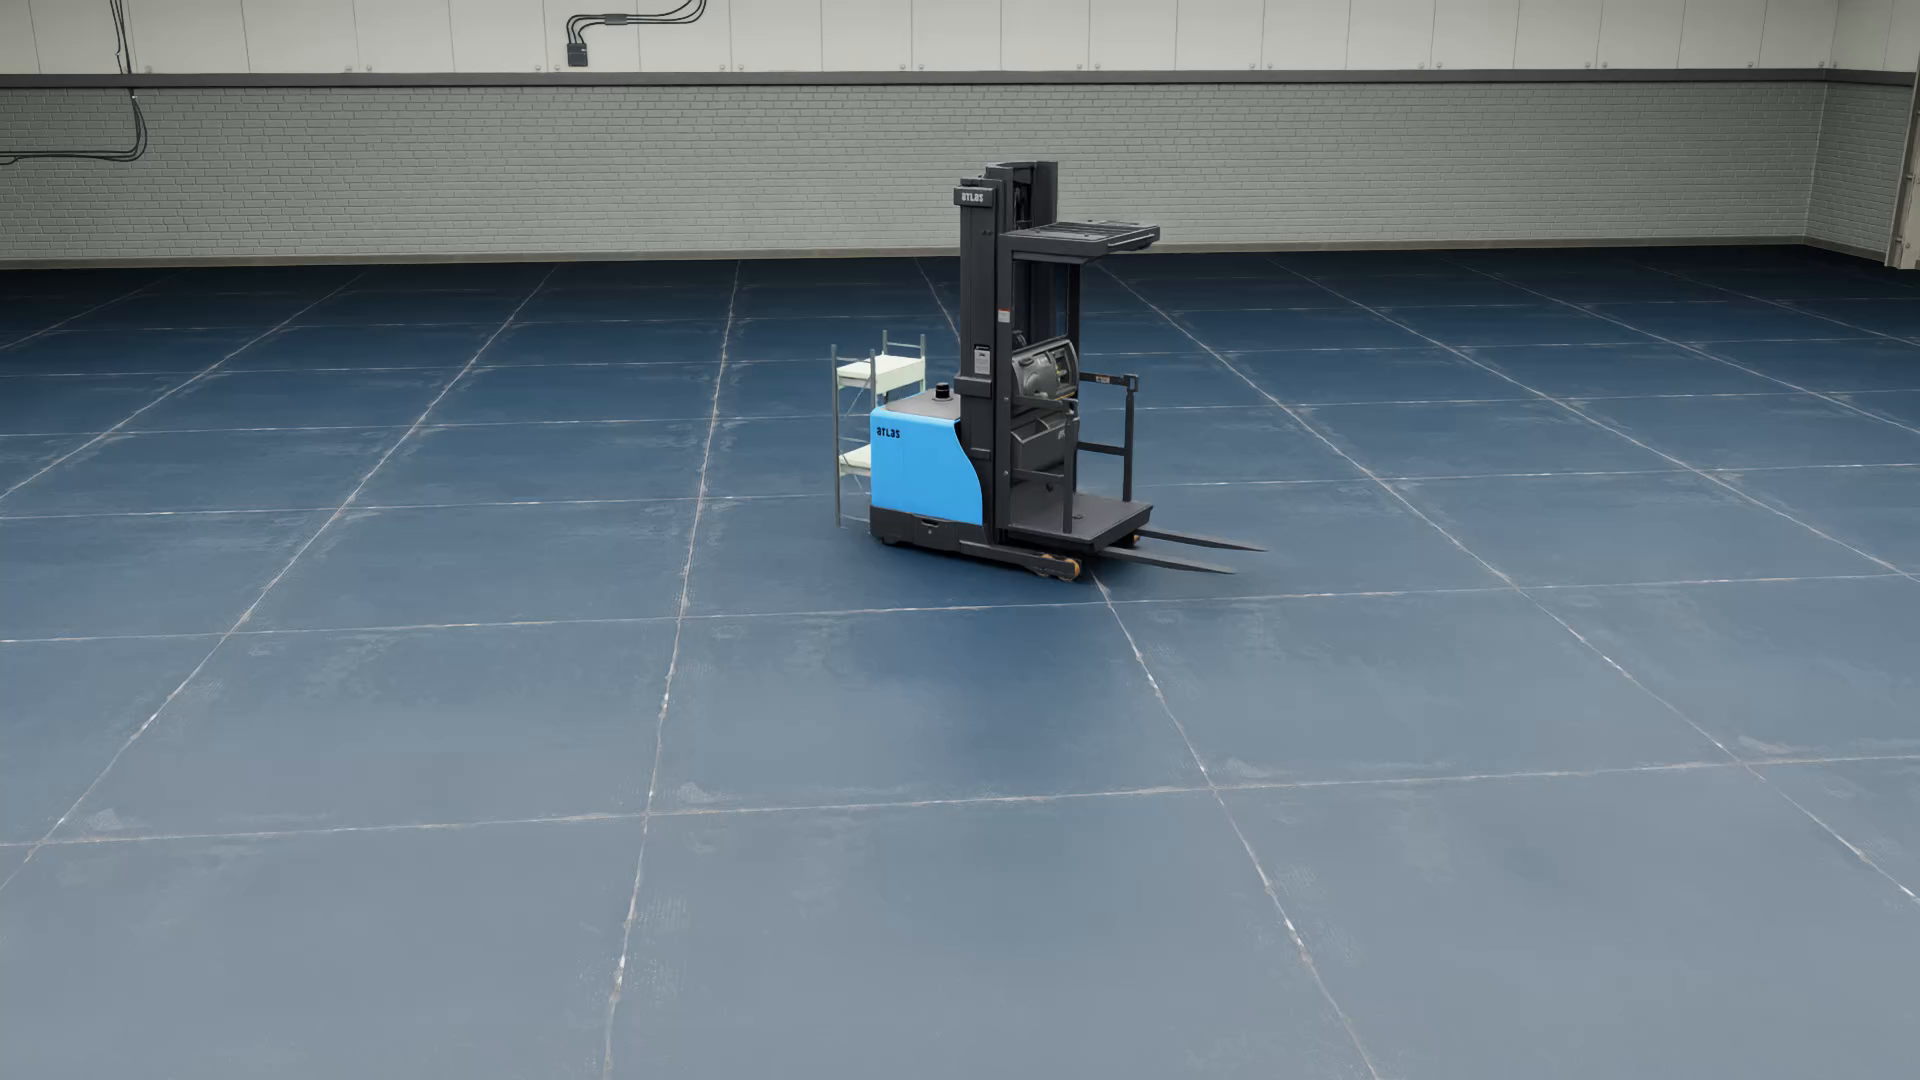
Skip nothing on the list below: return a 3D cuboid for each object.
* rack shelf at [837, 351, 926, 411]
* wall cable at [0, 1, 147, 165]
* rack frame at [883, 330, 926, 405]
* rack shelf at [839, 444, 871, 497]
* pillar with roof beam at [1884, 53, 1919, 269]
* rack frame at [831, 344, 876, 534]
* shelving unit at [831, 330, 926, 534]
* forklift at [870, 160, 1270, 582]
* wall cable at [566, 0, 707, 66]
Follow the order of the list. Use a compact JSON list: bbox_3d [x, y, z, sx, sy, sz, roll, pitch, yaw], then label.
[{"bbox_3d":[-0.645,-1.255,13.367,0.431,0.370,0.720,10,20,29],"label":"rack shelf"},{"bbox_3d":[-14.717,-7.285,26.541,3.097,2.526,0.112,-2,18,-6],"label":"wall cable"},{"bbox_3d":[-0.457,-0.977,13.784,0.400,1.500,0.023,10,20,29],"label":"rack frame"},{"bbox_3d":[-0.645,-0.571,13.582,0.431,0.370,0.720,10,20,29],"label":"rack shelf"},{"bbox_3d":[11.322,-8.688,25.826,9.100,9.000,0.400,-2,18,-6],"label":"pillar with roof beam"},{"bbox_3d":[-0.833,-0.788,13.185,0.400,1.500,0.023,10,20,29],"label":"rack frame"},{"bbox_3d":[-0.645,-0.883,13.484,0.431,1.500,0.755,10,20,29],"label":"shelving unit"},{"bbox_3d":[0.816,-1.274,12.341,3.031,2.935,1.130,10,20,30],"label":"forklift"},{"bbox_3d":[-5.273,-10.677,26.485,2.305,6.003,0.169,-2,18,-6],"label":"wall cable"}]
